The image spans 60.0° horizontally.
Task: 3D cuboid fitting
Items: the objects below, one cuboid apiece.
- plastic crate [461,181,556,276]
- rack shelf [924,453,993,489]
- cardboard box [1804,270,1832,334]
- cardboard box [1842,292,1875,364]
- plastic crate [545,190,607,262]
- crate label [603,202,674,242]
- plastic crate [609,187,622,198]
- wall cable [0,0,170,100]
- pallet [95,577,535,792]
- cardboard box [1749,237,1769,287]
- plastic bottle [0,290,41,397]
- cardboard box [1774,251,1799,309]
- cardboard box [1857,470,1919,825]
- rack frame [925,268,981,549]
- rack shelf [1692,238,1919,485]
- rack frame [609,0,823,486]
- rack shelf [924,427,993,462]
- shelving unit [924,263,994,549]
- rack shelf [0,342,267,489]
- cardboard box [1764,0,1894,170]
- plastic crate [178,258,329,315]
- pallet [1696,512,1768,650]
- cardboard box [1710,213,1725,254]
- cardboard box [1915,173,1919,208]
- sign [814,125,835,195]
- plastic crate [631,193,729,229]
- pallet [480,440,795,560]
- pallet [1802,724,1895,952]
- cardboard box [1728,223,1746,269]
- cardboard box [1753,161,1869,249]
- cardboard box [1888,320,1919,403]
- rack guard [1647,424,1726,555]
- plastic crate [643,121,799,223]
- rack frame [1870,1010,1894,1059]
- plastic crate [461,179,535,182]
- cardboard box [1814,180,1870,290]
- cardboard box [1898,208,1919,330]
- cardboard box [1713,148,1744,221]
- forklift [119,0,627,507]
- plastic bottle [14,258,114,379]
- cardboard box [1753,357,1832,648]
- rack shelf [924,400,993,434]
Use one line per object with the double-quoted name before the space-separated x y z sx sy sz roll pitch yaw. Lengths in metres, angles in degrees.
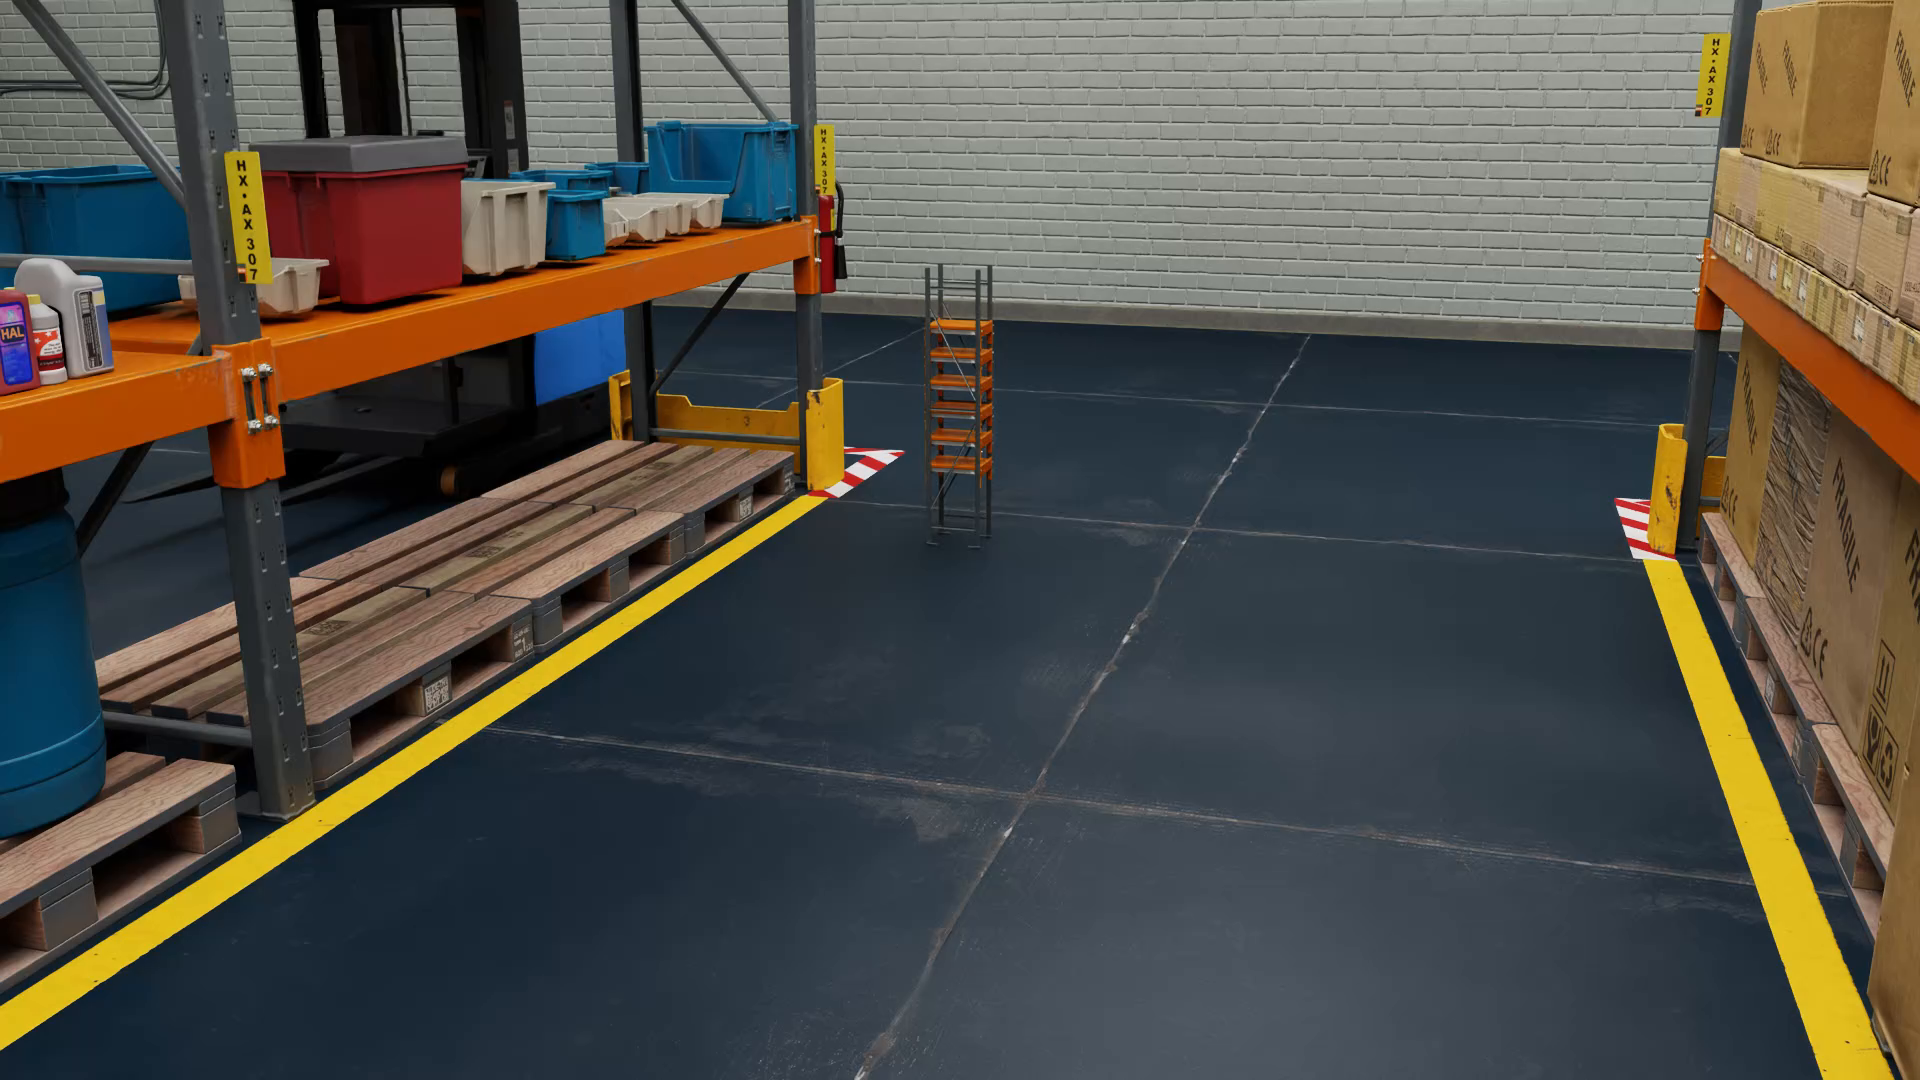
"plastic crate" -1.700 -1.074 5.727 0.437 0.282 0.530 5 16 16
"rack shelf" -0.004 -0.300 7.230 0.258 0.103 0.180 5 16 16
"cardboard box" 2.575 -0.654 4.597 0.380 0.149 0.250 4 16 15
"cardboard box" 2.430 -0.519 4.123 0.380 0.149 0.250 5 17 17
"plastic crate" -1.512 -1.155 6.101 0.416 0.233 0.300 5 16 16
"crate label" -1.384 -1.289 6.750 0.396 0.136 0.243 5 16 16
"plastic crate" -1.731 -1.549 7.667 0.250 0.136 0.298 5 16 16
"wall cable" -8.723 -5.376 15.484 3.097 2.526 0.112 5 16 16
"pallet" -2.139 0.429 5.430 1.003 0.211 1.213 5 16 16
"cardboard box" 2.867 -0.923 5.545 0.380 0.149 0.250 4 16 15
"plastic bottle" -2.135 -0.469 3.699 0.061 0.283 0.133 5 16 16
"cardboard box" 2.721 -0.789 5.074 0.380 0.149 0.250 4 16 14
"cardboard box" 2.702 0.321 3.826 0.875 0.875 0.875 5 16 16
"rack frame" -0.030 -0.550 7.068 0.240 1.200 0.006 5 16 16
"rack shelf" 3.006 -0.510 4.950 1.077 0.370 4.000 5 16 16
"rack frame" -1.174 -1.764 8.051 1.000 3.000 0.127 5 16 16
"rack shelf" -0.004 -0.415 7.197 0.258 0.103 0.180 5 16 16
"shelving unit" -0.004 -0.573 7.152 0.258 1.200 0.189 5 16 16
"rack shelf" -2.879 0.152 2.614 1.077 0.370 4.000 5 16 16
"cardboard box" 2.896 -1.440 5.264 0.500 0.500 0.500 4 16 14
"plastic crate" -2.042 -0.730 4.779 0.396 0.136 0.243 5 16 16
"pallet" 3.422 0.177 6.318 1.003 0.211 1.213 5 16 16
"cardboard box" 3.157 -1.192 6.494 0.380 0.149 0.250 5 17 17
"cardboard box" 2.312 -0.906 3.382 0.500 0.500 0.500 5 17 17
"sign" -0.642 -1.804 7.893 0.100 0.325 0.005 5 16 16
"plastic crate" -1.232 -1.438 7.277 0.396 0.136 0.243 5 16 16
"pallet" -1.446 -0.209 7.681 1.003 0.211 1.213 5 16 16
"pallet" 2.729 0.816 4.067 1.003 0.211 1.213 5 16 16
"cardboard box" 3.013 -1.057 6.020 0.380 0.149 0.250 4 16 15
"cardboard box" 2.892 -1.078 5.364 0.500 0.250 0.500 4 16 14
"cardboard box" 2.283 -0.385 3.650 0.380 0.149 0.250 5 17 17
"rack guard" 3.581 -0.183 7.060 1.175 0.500 0.348 5 16 16
"plastic crate" -1.090 -1.708 7.678 0.616 0.435 0.499 5 16 16
"rack frame" 2.438 -0.333 3.007 1.000 3.000 0.127 5 16 16
"plastic crate" -1.934 -1.329 6.713 0.416 0.233 0.300 5 16 16
"cardboard box" 2.601 -0.809 4.415 0.500 0.250 0.500 5 17 17
"cardboard box" 2.312 -0.540 3.466 0.500 0.250 0.500 4 16 15
"cardboard box" 3.179 -1.346 6.307 0.500 0.250 0.500 4 16 14
"forklift" -2.823 -1.730 8.056 1.130 2.935 3.031 5 17 17
"plastic bottle" -2.113 -0.529 3.926 0.152 0.276 0.135 5 16 16
"cardboard box" 3.211 -0.148 5.478 0.875 0.875 0.875 5 16 16
"rack shelf" -0.004 -0.531 7.164 0.258 0.103 0.180 5 16 16
